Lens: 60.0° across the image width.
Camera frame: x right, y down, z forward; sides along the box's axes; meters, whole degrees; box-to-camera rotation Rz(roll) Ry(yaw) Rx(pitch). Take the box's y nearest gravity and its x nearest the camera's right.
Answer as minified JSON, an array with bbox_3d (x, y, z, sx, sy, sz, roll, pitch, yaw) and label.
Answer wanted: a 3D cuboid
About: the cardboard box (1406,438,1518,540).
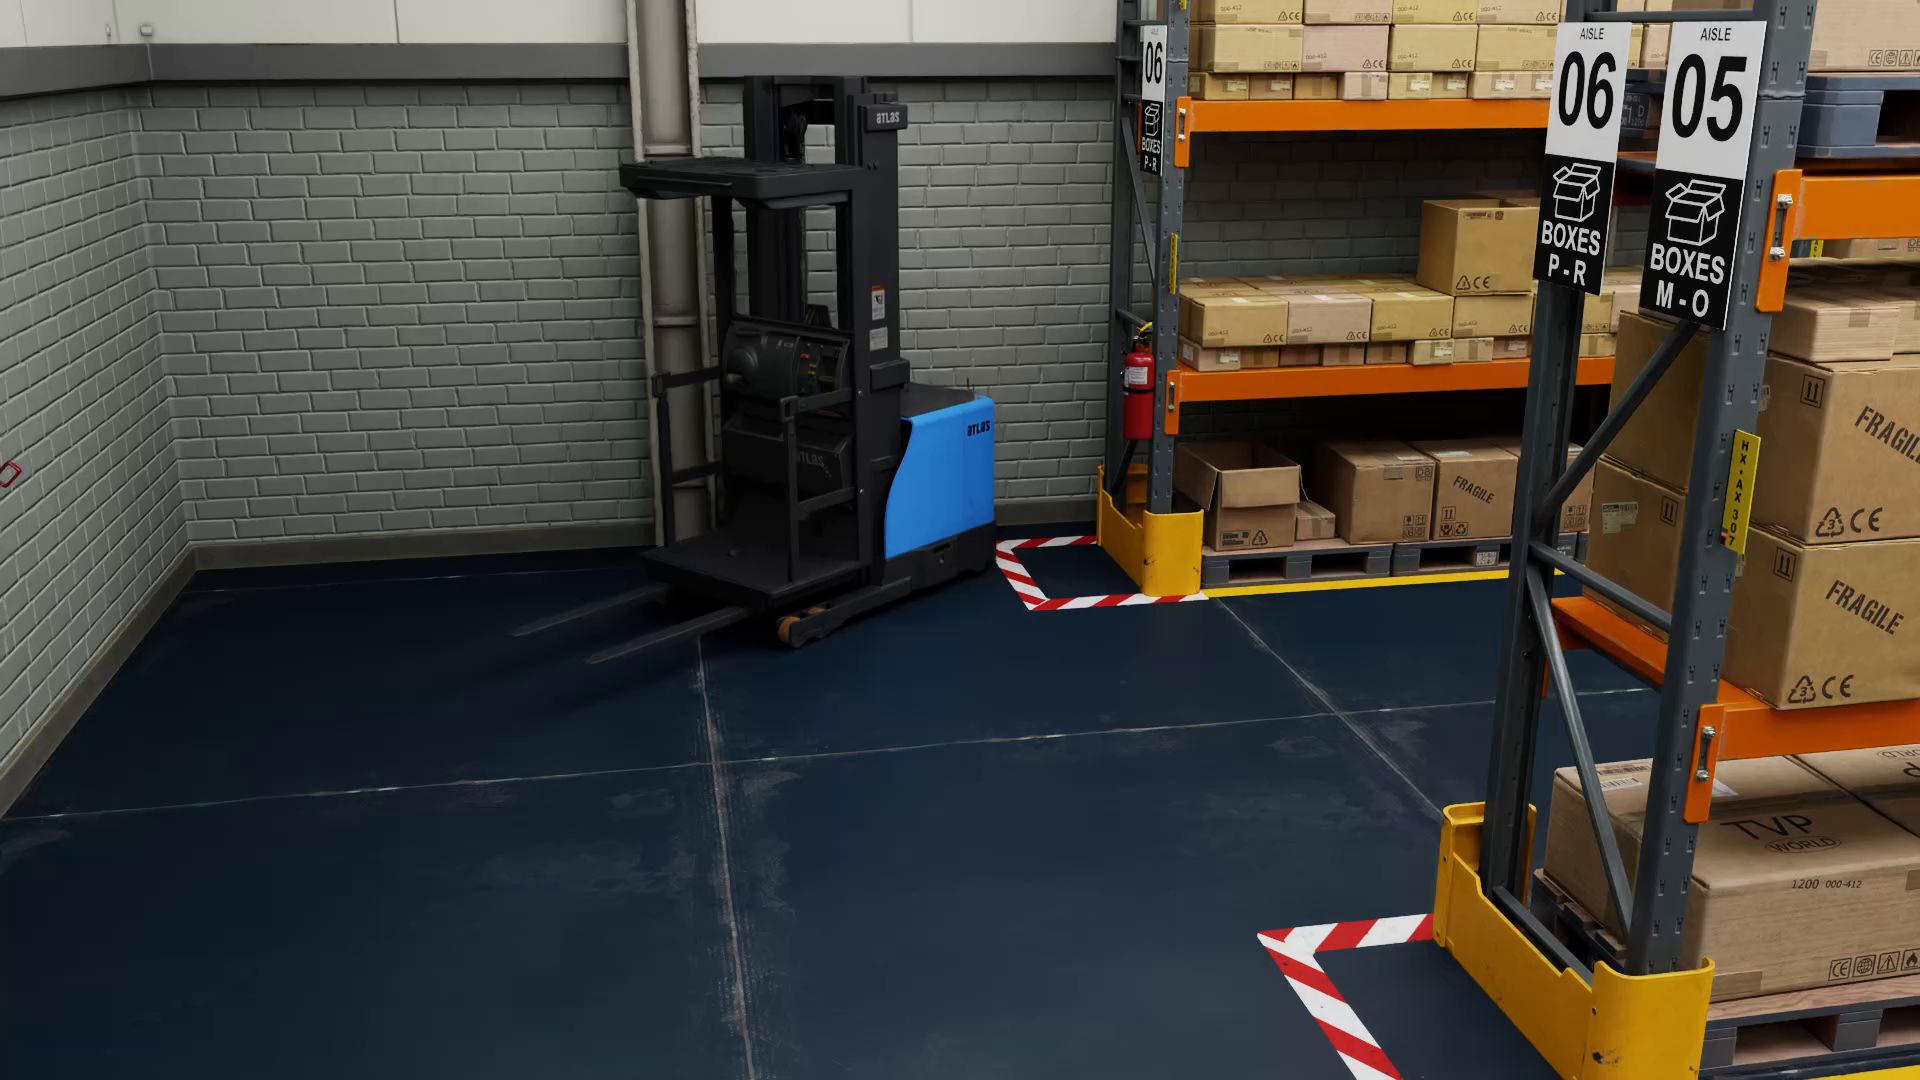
[{"bbox_3d":[3.078,-0.319,10.285,0.500,0.500,0.500,-3,17,-9],"label":"cardboard box"}]

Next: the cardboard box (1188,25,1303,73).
[{"bbox_3d":[1.562,-2.720,9.199,0.500,0.250,0.500,-3,17,-11],"label":"cardboard box"}]

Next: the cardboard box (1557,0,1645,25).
[{"bbox_3d":[3.556,-3.082,9.525,0.500,0.250,0.500,-3,17,-9],"label":"cardboard box"}]

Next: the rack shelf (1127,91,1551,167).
[{"bbox_3d":[3.038,-2.471,9.865,4.000,0.370,1.077,-3,17,-10],"label":"rack shelf"}]

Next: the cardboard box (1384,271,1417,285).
[{"bbox_3d":[2.983,-1.526,10.420,0.500,0.250,0.500,-3,17,-11],"label":"cardboard box"}]

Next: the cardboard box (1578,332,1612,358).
[{"bbox_3d":[3.726,-1.211,10.072,0.250,0.149,0.380,-4,17,-11],"label":"cardboard box"}]

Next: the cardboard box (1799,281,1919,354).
[{"bbox_3d":[2.665,-0.650,4.841,0.250,0.149,0.380,-3,17,-9],"label":"cardboard box"}]

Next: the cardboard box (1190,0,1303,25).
[{"bbox_3d":[1.558,-2.965,9.146,0.500,0.250,0.500,-3,17,-11],"label":"cardboard box"}]

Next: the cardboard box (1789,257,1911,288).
[{"bbox_3d":[2.816,-0.812,5.370,0.250,0.149,0.380,-3,17,-11],"label":"cardboard box"}]

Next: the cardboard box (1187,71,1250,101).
[{"bbox_3d":[1.432,-2.534,9.273,0.250,0.149,0.380,-3,17,-9],"label":"cardboard box"}]

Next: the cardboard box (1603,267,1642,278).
[{"bbox_3d":[3.973,-1.583,10.607,0.500,0.250,0.500,-3,17,-11],"label":"cardboard box"}]

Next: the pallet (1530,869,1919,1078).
[{"bbox_3d":[2.790,1.427,5.807,1.213,0.211,1.003,-3,17,-10],"label":"pallet"}]

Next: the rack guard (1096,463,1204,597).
[{"bbox_3d":[1.149,-0.079,10.218,0.348,0.500,1.175,-3,17,-10],"label":"rack guard"}]

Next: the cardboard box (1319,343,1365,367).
[{"bbox_3d":[2.201,-1.137,9.834,0.250,0.149,0.380,-3,17,-9],"label":"cardboard box"}]

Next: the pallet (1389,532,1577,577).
[{"bbox_3d":[3.127,-0.053,10.624,1.213,0.211,1.003,-3,17,-10],"label":"pallet"}]

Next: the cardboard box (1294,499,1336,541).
[{"bbox_3d":[2.117,-0.127,10.256,0.250,0.149,0.380,-4,18,-13],"label":"cardboard box"}]

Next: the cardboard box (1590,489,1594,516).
[{"bbox_3d":[4.160,-0.251,10.461,0.258,0.266,0.396,-3,17,-8],"label":"cardboard box"}]

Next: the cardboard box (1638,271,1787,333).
[{"bbox_3d":[2.334,-0.753,5.175,0.250,0.149,0.380,-3,17,-10],"label":"cardboard box"}]

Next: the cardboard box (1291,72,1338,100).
[{"bbox_3d":[1.939,-2.566,9.376,0.250,0.149,0.380,-3,17,-10],"label":"cardboard box"}]

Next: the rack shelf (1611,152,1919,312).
[{"bbox_3d":[3.983,-1.040,5.207,4.000,0.370,1.077,-3,17,-10],"label":"rack shelf"}]

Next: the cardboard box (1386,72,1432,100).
[{"bbox_3d":[2.459,-2.567,9.379,0.250,0.149,0.380,-3,17,-11],"label":"cardboard box"}]

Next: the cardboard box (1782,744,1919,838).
[{"bbox_3d":[3.546,1.066,5.881,0.875,0.438,0.875,-3,17,-9],"label":"cardboard box"}]

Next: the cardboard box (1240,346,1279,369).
[{"bbox_3d":[1.690,-1.116,9.766,0.250,0.149,0.380,-3,17,-9],"label":"cardboard box"}]

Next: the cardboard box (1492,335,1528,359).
[{"bbox_3d":[3.218,-1.201,10.041,0.250,0.149,0.380,-3,17,-11],"label":"cardboard box"}]

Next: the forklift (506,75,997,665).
[{"bbox_3d":[-1.100,-0.989,9.039,1.130,2.935,3.031,14,22,37],"label":"forklift"}]

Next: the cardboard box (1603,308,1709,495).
[{"bbox_3d":[2.448,-0.460,5.328,0.500,0.500,0.500,-3,17,-9],"label":"cardboard box"}]

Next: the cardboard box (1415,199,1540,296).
[{"bbox_3d":[3.044,-1.730,9.807,0.500,0.500,0.500,-3,17,-9],"label":"cardboard box"}]

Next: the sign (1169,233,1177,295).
[{"bbox_3d":[1.178,-1.527,9.201,0.005,0.325,0.100,-3,17,-10],"label":"sign"}]

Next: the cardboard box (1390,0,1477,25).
[{"bbox_3d":[2.551,-3.020,9.325,0.500,0.250,0.500,-4,17,-11],"label":"cardboard box"}]

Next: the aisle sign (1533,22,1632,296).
[{"bbox_3d":[1.890,-1.167,5.075,0.004,0.787,0.394,-3,17,-10],"label":"aisle sign"}]

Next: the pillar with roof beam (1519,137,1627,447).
[{"bbox_3d":[4.964,-3.340,6.361,0.400,9.000,9.100,-3,17,-10],"label":"pillar with roof beam"}]

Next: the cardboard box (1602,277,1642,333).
[{"bbox_3d":[4.059,-1.432,10.115,0.500,0.250,0.500,-3,17,-10],"label":"cardboard box"}]

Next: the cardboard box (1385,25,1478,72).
[{"bbox_3d":[2.562,-2.779,9.391,0.500,0.250,0.500,-4,17,-12],"label":"cardboard box"}]

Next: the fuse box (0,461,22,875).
[{"bbox_3d":[-3.767,0.484,6.322,0.414,1.711,0.539,-3,17,-10],"label":"fuse box"}]

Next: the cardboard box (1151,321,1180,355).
[{"bbox_3d":[1.349,-1.246,10.186,0.250,0.149,0.380,-3,17,-11],"label":"cardboard box"}]

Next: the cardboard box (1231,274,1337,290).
[{"bbox_3d":[1.982,-1.471,10.240,0.500,0.250,0.500,-3,17,-10],"label":"cardboard box"}]

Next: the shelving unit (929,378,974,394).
[{"bbox_3d":[-0.053,-0.499,10.648,0.252,1.050,0.215,-3,17,-10],"label":"shelving unit"}]

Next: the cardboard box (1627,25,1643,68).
[{"bbox_3d":[3.562,-2.841,9.592,0.500,0.250,0.500,-3,17,-9],"label":"cardboard box"}]

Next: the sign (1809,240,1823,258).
[{"bbox_3d":[5.112,-1.750,9.927,0.005,0.325,0.100,-3,17,-10],"label":"sign"}]

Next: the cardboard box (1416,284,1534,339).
[{"bbox_3d":[3.061,-1.380,9.944,0.500,0.250,0.500,-4,17,-12],"label":"cardboard box"}]

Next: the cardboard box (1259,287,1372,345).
[{"bbox_3d":[2.066,-1.316,9.736,0.500,0.250,0.500,-3,17,-10],"label":"cardboard box"}]

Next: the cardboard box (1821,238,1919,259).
[{"bbox_3d":[5.519,-1.704,10.364,0.500,0.500,0.700,-3,17,-9],"label":"cardboard box"}]

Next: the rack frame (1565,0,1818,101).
[{"bbox_3d":[2.020,-2.707,4.298,0.127,3.000,1.000,-3,17,-10],"label":"rack frame"}]

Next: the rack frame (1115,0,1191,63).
[{"bbox_3d":[1.074,-4.138,8.956,0.127,3.000,1.000,-3,17,-10],"label":"rack frame"}]

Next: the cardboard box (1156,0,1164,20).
[{"bbox_3d":[1.458,-3.118,9.644,0.500,0.250,0.500,-4,17,-12],"label":"cardboard box"}]

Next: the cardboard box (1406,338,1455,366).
[{"bbox_3d":[2.724,-1.146,9.863,0.250,0.149,0.380,-4,17,-12],"label":"cardboard box"}]

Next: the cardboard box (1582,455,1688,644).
[{"bbox_3d":[2.443,0.010,5.500,0.500,0.500,0.500,-3,17,-10],"label":"cardboard box"}]

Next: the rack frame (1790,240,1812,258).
[{"bbox_3d":[5.002,-1.493,10.562,0.127,3.000,1.000,-3,17,-10],"label":"rack frame"}]

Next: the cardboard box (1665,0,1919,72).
[{"bbox_3d":[2.444,-1.501,4.850,0.500,0.250,0.500,-5,18,-16],"label":"cardboard box"}]

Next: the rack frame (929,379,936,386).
[{"bbox_3d":[-0.172,-0.492,10.626,0.008,1.050,0.200,-3,17,-10],"label":"rack frame"}]

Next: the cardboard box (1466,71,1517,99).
[{"bbox_3d":[2.955,-2.592,9.460,0.250,0.149,0.380,-3,17,-10],"label":"cardboard box"}]
